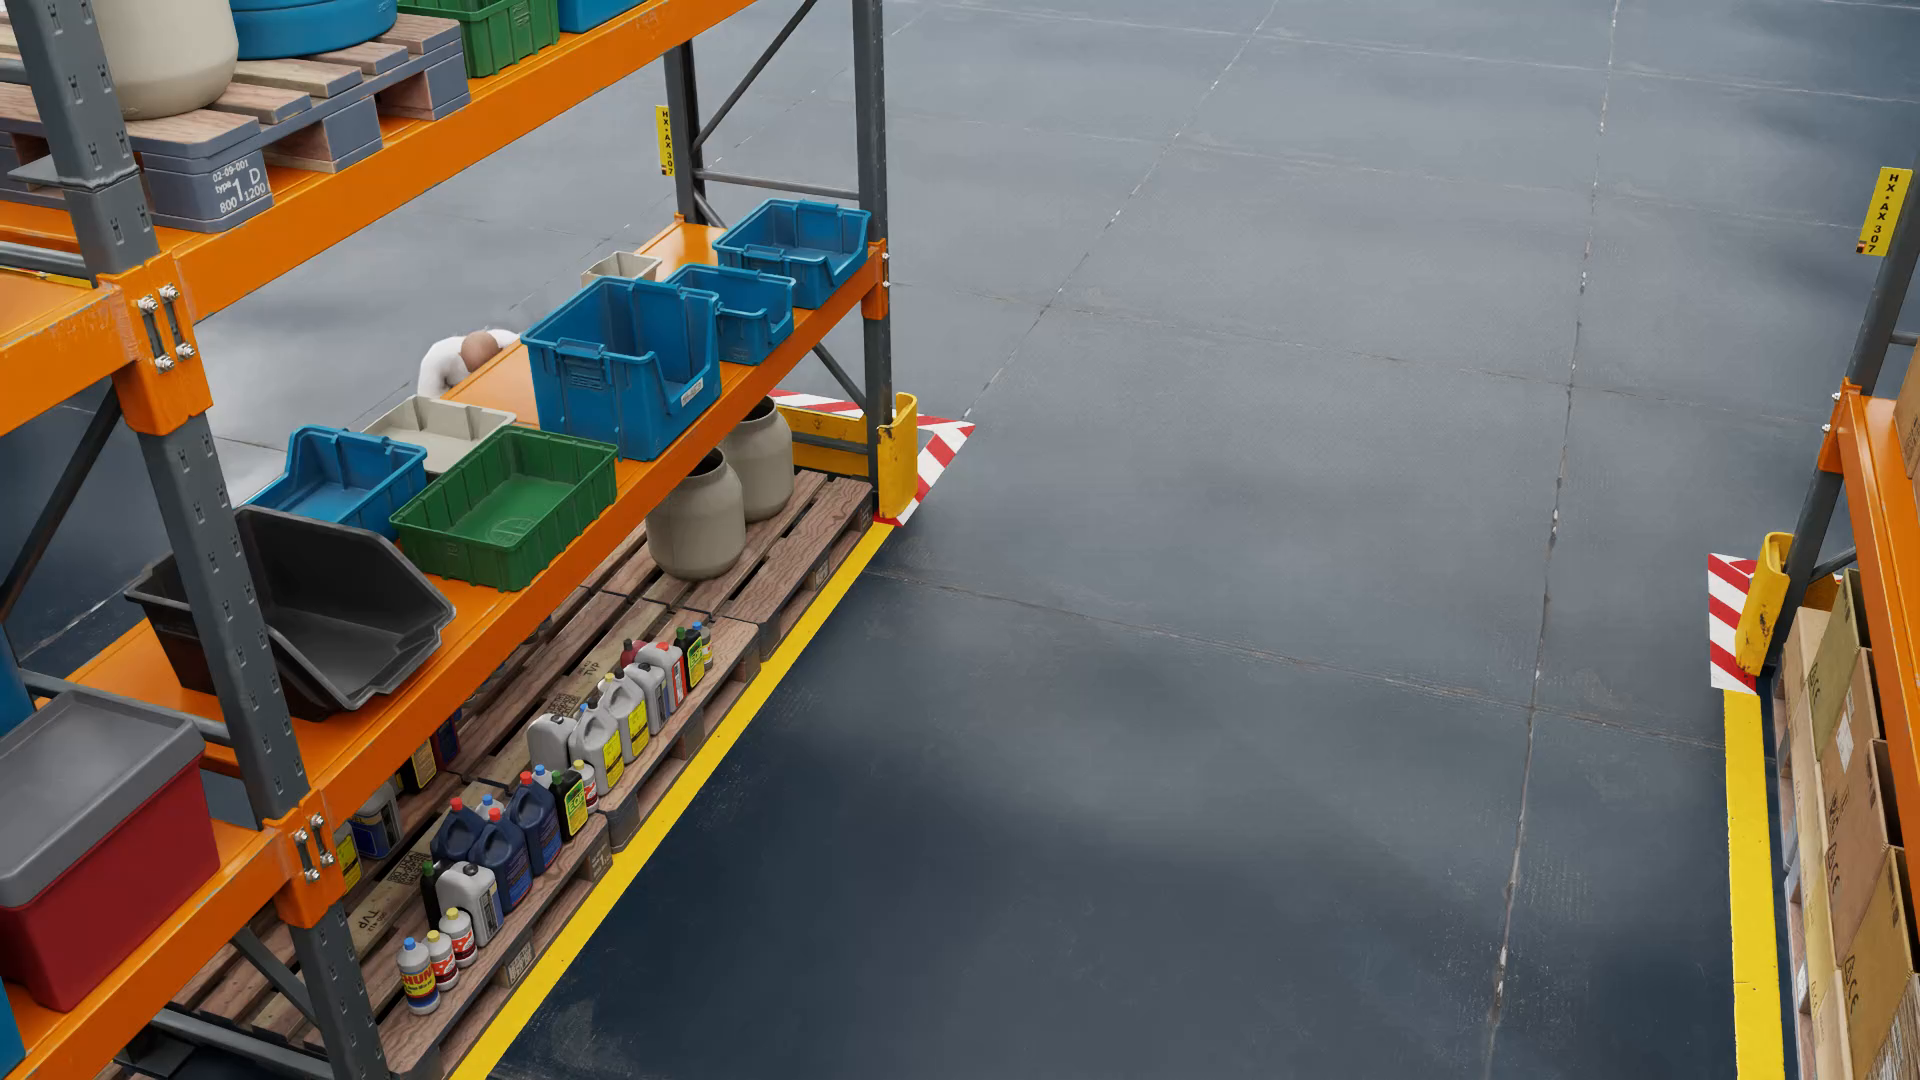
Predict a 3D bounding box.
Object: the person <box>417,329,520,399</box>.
[{"bbox_3d":[-2.252,-0.616,7.864,0.592,0.965,0.930,-7,33,-10],"label":"person"}]
